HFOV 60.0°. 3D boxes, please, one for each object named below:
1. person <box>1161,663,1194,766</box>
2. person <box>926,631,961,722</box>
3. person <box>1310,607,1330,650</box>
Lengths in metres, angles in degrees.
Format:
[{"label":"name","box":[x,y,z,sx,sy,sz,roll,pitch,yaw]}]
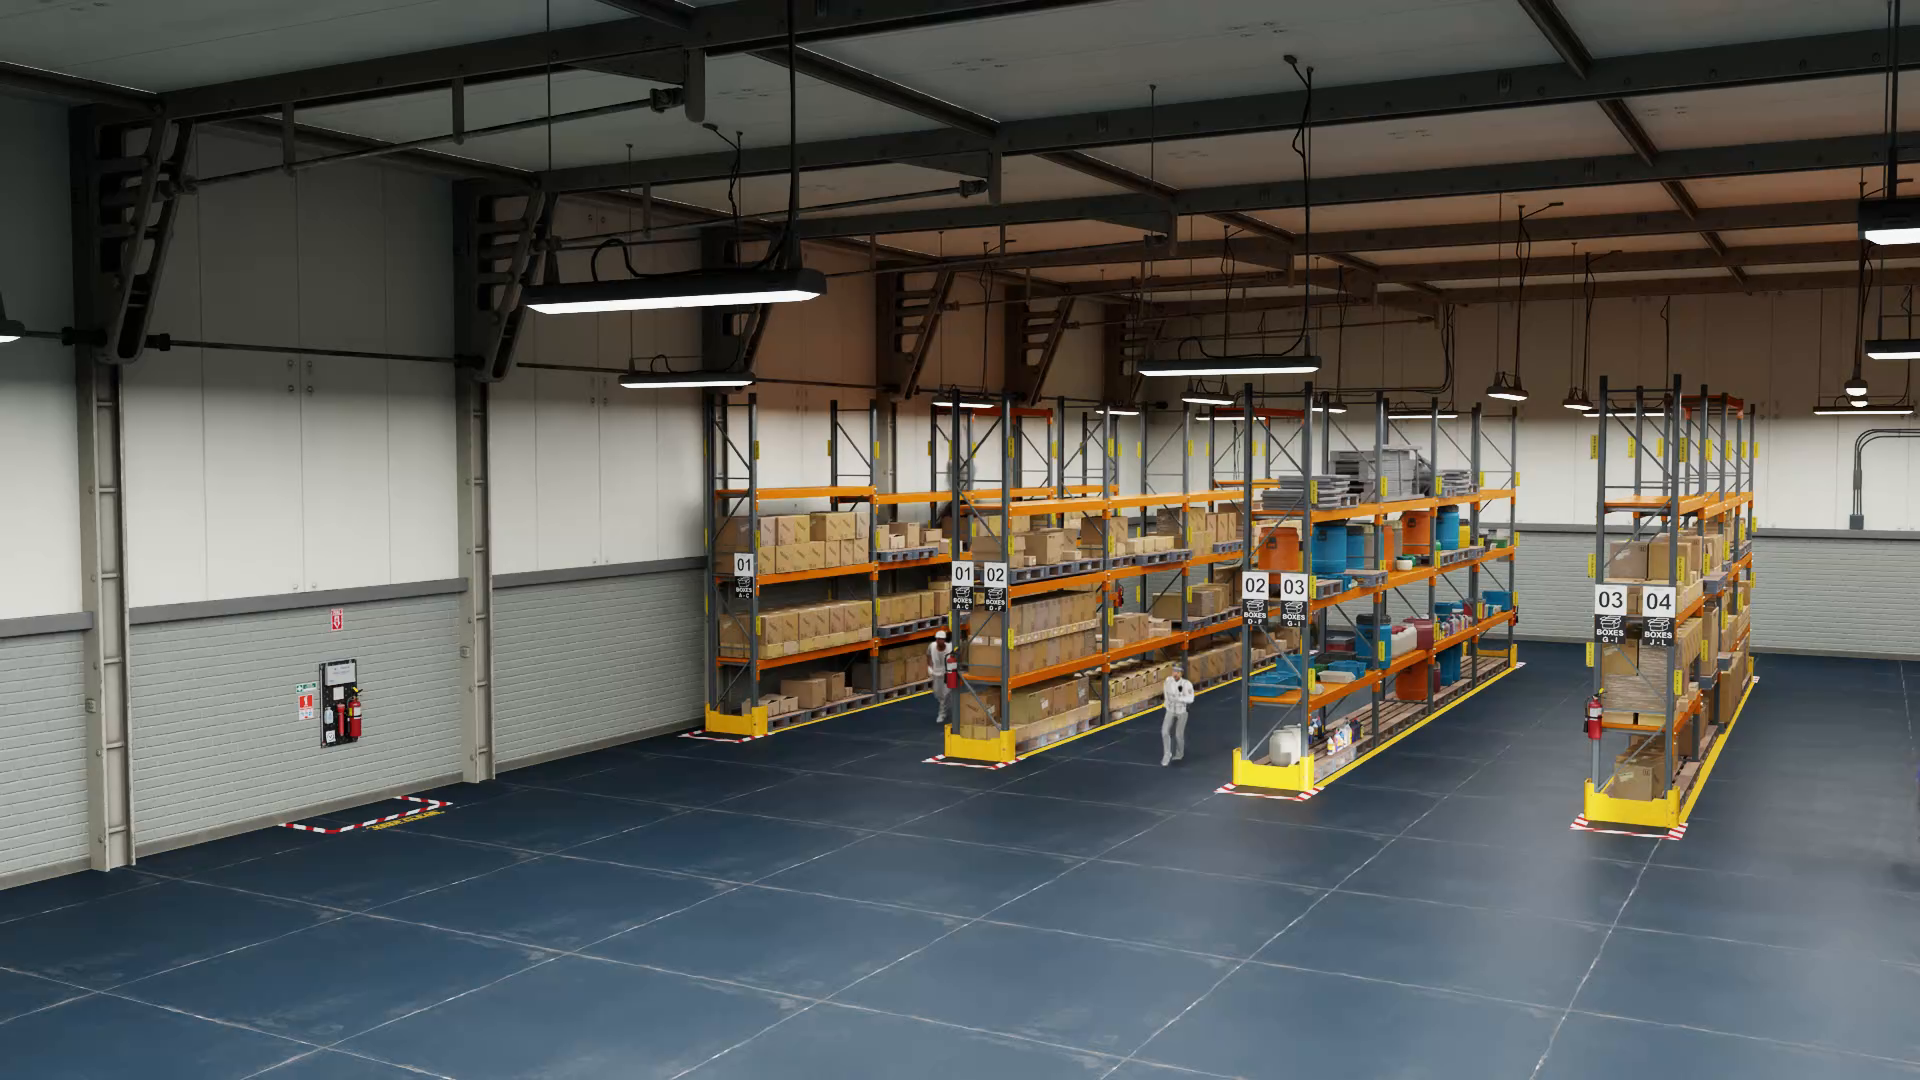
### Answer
[{"label":"person","box":[3.456,2.774,26.378,0.596,1.719,0.761,1,3,25]},{"label":"person","box":[-0.301,2.507,30.746,0.678,1.709,0.780,0,3,9]},{"label":"person","box":[8.960,1.881,41.927,0.712,1.738,0.642,-1,3,-22]}]
